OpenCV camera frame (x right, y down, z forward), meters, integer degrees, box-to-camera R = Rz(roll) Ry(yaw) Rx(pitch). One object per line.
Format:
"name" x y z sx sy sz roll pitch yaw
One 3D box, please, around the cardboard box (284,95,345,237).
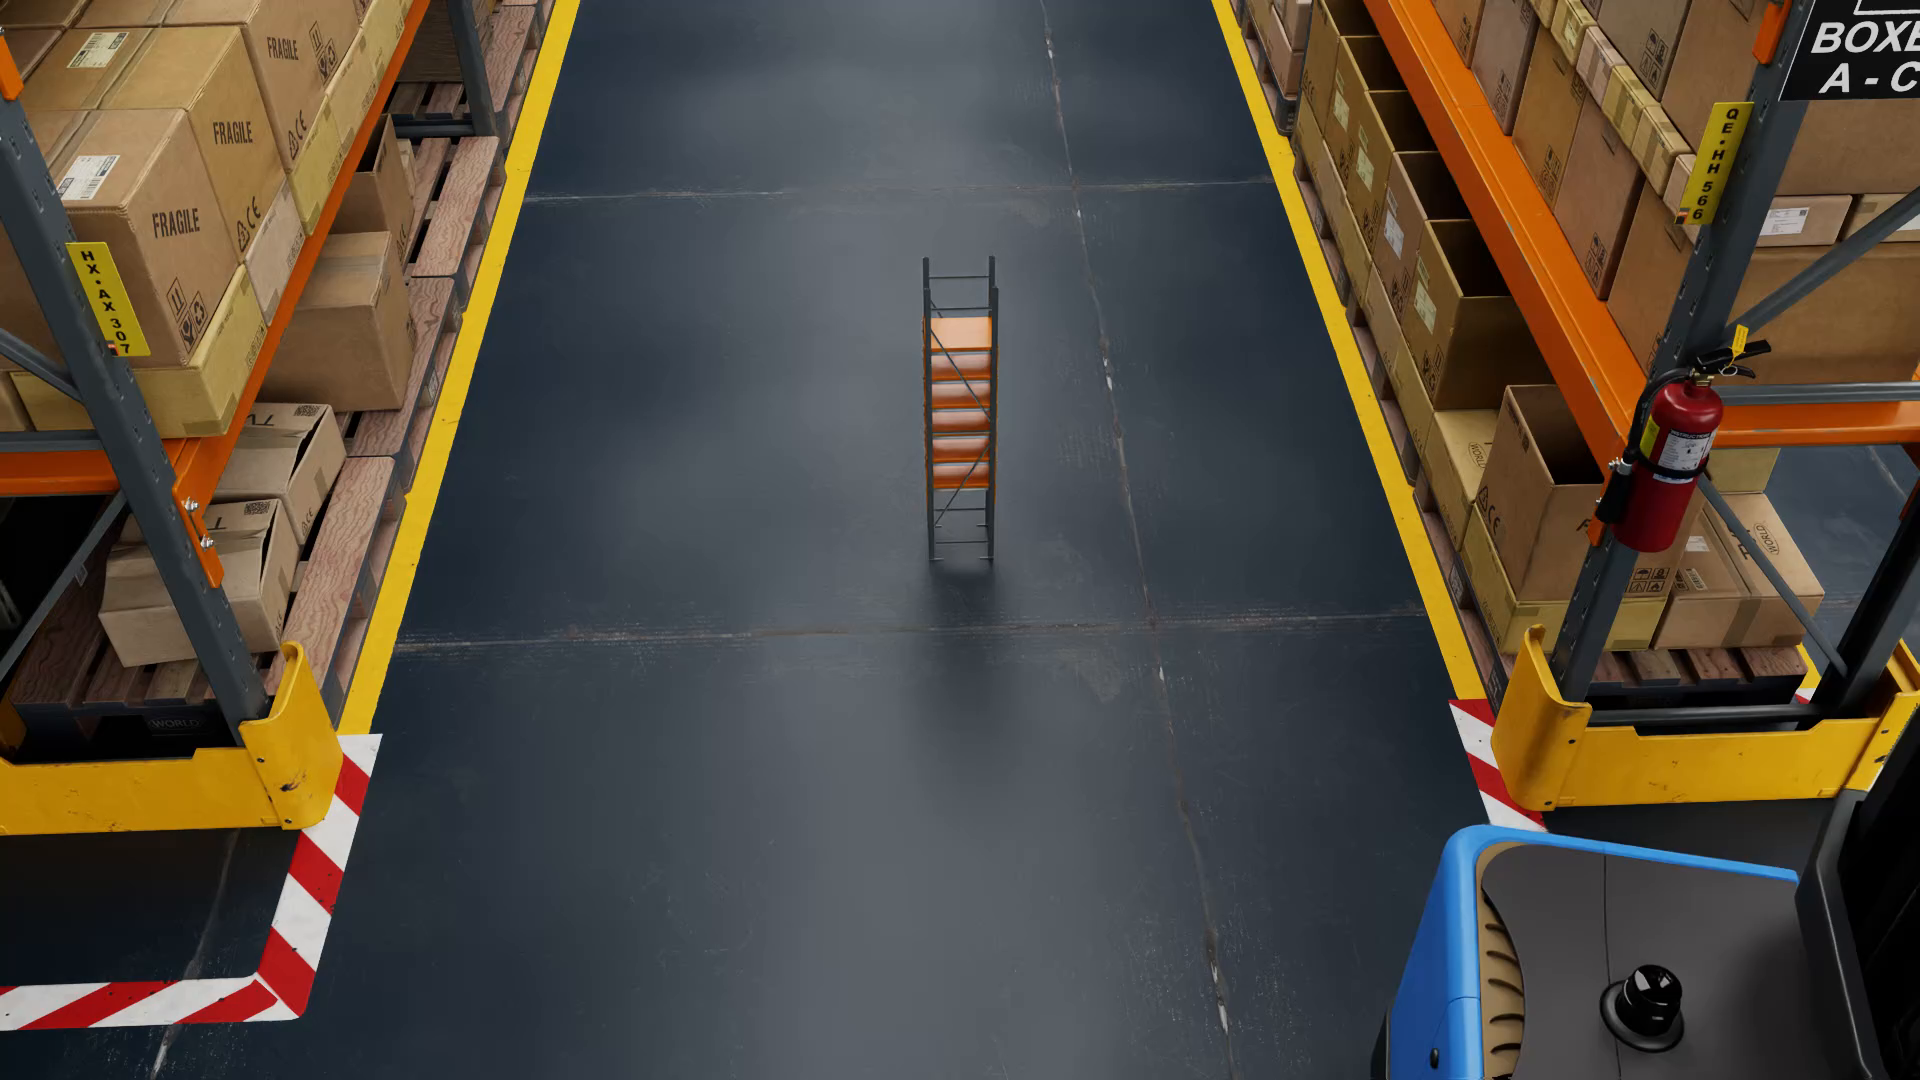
"cardboard box" -2.358 -1.228 5.466 0.500 0.250 0.500 -2 43 -2

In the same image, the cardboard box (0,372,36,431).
"cardboard box" -2.816 -0.505 4.678 0.500 0.250 0.500 -1 43 -1

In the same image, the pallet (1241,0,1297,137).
"pallet" 2.106 -2.557 8.883 1.003 0.211 1.213 -2 43 -2

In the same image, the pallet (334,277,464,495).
"pallet" -2.654 -0.638 6.790 1.003 0.211 1.213 -2 43 -2

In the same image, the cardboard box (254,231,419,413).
"cardboard box" -2.547 -0.835 6.466 0.700 0.500 0.500 -4 43 -4

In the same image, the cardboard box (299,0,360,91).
"cardboard box" -2.383 -1.834 5.572 0.500 0.500 0.500 0 43 0

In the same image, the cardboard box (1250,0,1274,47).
"cardboard box" 1.850 -2.843 8.856 0.500 0.250 0.500 -2 43 -2

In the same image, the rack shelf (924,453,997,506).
"rack shelf" 0.001 -0.223 6.026 0.258 0.103 0.180 -2 43 -2

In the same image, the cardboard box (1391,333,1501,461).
"cardboard box" 1.972 -0.558 6.362 0.500 0.250 0.500 -2 43 -2

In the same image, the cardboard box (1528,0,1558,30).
"cardboard box" 2.084 -1.791 5.430 0.380 0.149 0.250 -1 43 -1

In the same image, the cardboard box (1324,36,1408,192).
"cardboard box" 1.913 -1.847 7.214 0.500 0.500 0.500 -2 43 -2

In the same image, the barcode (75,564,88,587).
"barcode" -2.942 0.112 5.566 0.001 0.075 0.075 -2 43 -2

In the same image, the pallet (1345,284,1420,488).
"pallet" 2.223 -0.697 6.854 1.003 0.211 1.213 -2 43 -2

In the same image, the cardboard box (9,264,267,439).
"cardboard box" -2.306 -0.534 4.709 0.500 0.250 0.500 -3 43 -3

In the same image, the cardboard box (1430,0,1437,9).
"cardboard box" 2.231 -2.470 6.651 0.700 0.500 0.500 -2 43 -2

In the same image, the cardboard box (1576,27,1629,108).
"cardboard box" 2.108 -1.436 5.042 0.380 0.149 0.250 -1 43 -1

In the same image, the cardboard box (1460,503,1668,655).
"cardboard box" 2.029 0.117 5.626 0.500 0.250 0.500 -2 43 -2

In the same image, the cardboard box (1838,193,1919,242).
"cardboard box" 2.545 -0.935 4.496 0.380 0.149 0.250 -2 43 -2

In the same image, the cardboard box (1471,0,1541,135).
"cardboard box" 2.271 -1.785 5.904 0.700 0.500 0.500 0 43 -1

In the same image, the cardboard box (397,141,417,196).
"cardboard box" -2.720 -1.701 7.657 0.380 0.166 0.250 -7 43 -7

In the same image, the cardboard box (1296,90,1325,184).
"cardboard box" 1.893 -1.908 7.836 0.500 0.250 0.500 -2 43 -2

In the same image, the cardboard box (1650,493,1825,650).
"cardboard box" 2.546 0.102 5.643 0.500 0.250 0.500 -2 43 -2

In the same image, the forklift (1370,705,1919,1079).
"forklift" 2.537 0.885 3.116 3.031 2.935 1.130 7 43 8

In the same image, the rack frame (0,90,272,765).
"rack frame" -2.602 -0.243 4.296 1.000 3.000 0.127 -2 43 -2

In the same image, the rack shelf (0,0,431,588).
"rack shelf" -2.687 -1.328 6.012 1.077 0.370 4.000 -2 43 -2

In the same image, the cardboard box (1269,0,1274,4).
"cardboard box" 1.845 -3.053 8.670 0.500 0.311 0.500 -1 43 -1

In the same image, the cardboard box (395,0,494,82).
"cardboard box" -2.820 -2.681 8.479 0.700 0.500 0.500 0 43 0

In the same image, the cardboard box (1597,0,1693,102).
"cardboard box" 2.310 -1.609 4.752 0.700 0.500 0.500 -3 43 -3

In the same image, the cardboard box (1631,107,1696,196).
"cardboard box" 2.127 -1.093 4.669 0.380 0.149 0.250 -1 43 -1

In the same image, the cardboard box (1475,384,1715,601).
"cardboard box" 2.026 -0.159 5.373 0.500 0.500 0.500 -2 43 -2

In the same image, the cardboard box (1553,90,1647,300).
"cardboard box" 2.312 -1.095 5.151 0.700 0.500 0.500 -1 43 -1

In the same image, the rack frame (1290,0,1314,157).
"rack frame" 2.177 -3.088 7.400 1.000 3.000 0.127 -2 43 -2

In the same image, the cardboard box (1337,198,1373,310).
"cardboard box" 1.926 -1.232 7.099 0.500 0.250 0.500 -2 43 -2

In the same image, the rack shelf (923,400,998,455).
"rack shelf" 0.001 -0.400 5.864 0.258 0.103 0.180 -2 43 -2

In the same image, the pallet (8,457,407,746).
"pallet" -2.605 0.184 5.893 1.003 0.211 1.213 -2 43 -2

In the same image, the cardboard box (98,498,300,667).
"cardboard box" -2.542 0.116 5.568 0.500 0.311 0.500 -6 43 -7

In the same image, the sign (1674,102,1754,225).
"sign" 1.804 -0.896 3.975 0.100 0.325 0.005 -2 43 -2

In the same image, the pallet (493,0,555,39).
"pallet" -2.862 -3.267 9.658 1.003 0.211 1.213 -2 43 -2

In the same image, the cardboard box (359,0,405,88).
"cardboard box" -2.400 -1.909 6.209 0.500 0.250 0.500 -2 43 -2

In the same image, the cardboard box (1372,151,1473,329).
"cardboard box" 1.949 -1.171 6.477 0.500 0.500 0.500 -2 43 -2

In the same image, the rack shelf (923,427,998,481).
"rack shelf" 0.001 -0.311 5.945 0.258 0.103 0.180 -2 43 -2

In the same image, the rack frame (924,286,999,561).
"rack frame" 0.005 -0.371 5.767 0.240 1.200 0.006 -2 43 -2

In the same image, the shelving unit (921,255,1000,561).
"shelving unit" 0.001 -0.433 5.834 0.258 1.200 0.189 -2 43 -2

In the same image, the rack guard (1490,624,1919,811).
"rack guard" 2.348 0.550 5.280 1.175 0.500 0.348 -2 43 -2

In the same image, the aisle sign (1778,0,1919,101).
"aisle sign" 2.056 -1.294 3.517 0.394 0.787 0.004 -2 43 -2

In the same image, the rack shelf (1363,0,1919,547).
"rack shelf" 2.262 -1.473 6.170 1.077 0.370 4.000 -2 43 -2

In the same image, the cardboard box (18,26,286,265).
"cardboard box" -2.333 -1.137 4.812 0.500 0.500 0.500 -2 43 -2

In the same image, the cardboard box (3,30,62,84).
"cardboard box" -2.846 -1.124 4.798 0.500 0.500 0.500 -1 43 -1
